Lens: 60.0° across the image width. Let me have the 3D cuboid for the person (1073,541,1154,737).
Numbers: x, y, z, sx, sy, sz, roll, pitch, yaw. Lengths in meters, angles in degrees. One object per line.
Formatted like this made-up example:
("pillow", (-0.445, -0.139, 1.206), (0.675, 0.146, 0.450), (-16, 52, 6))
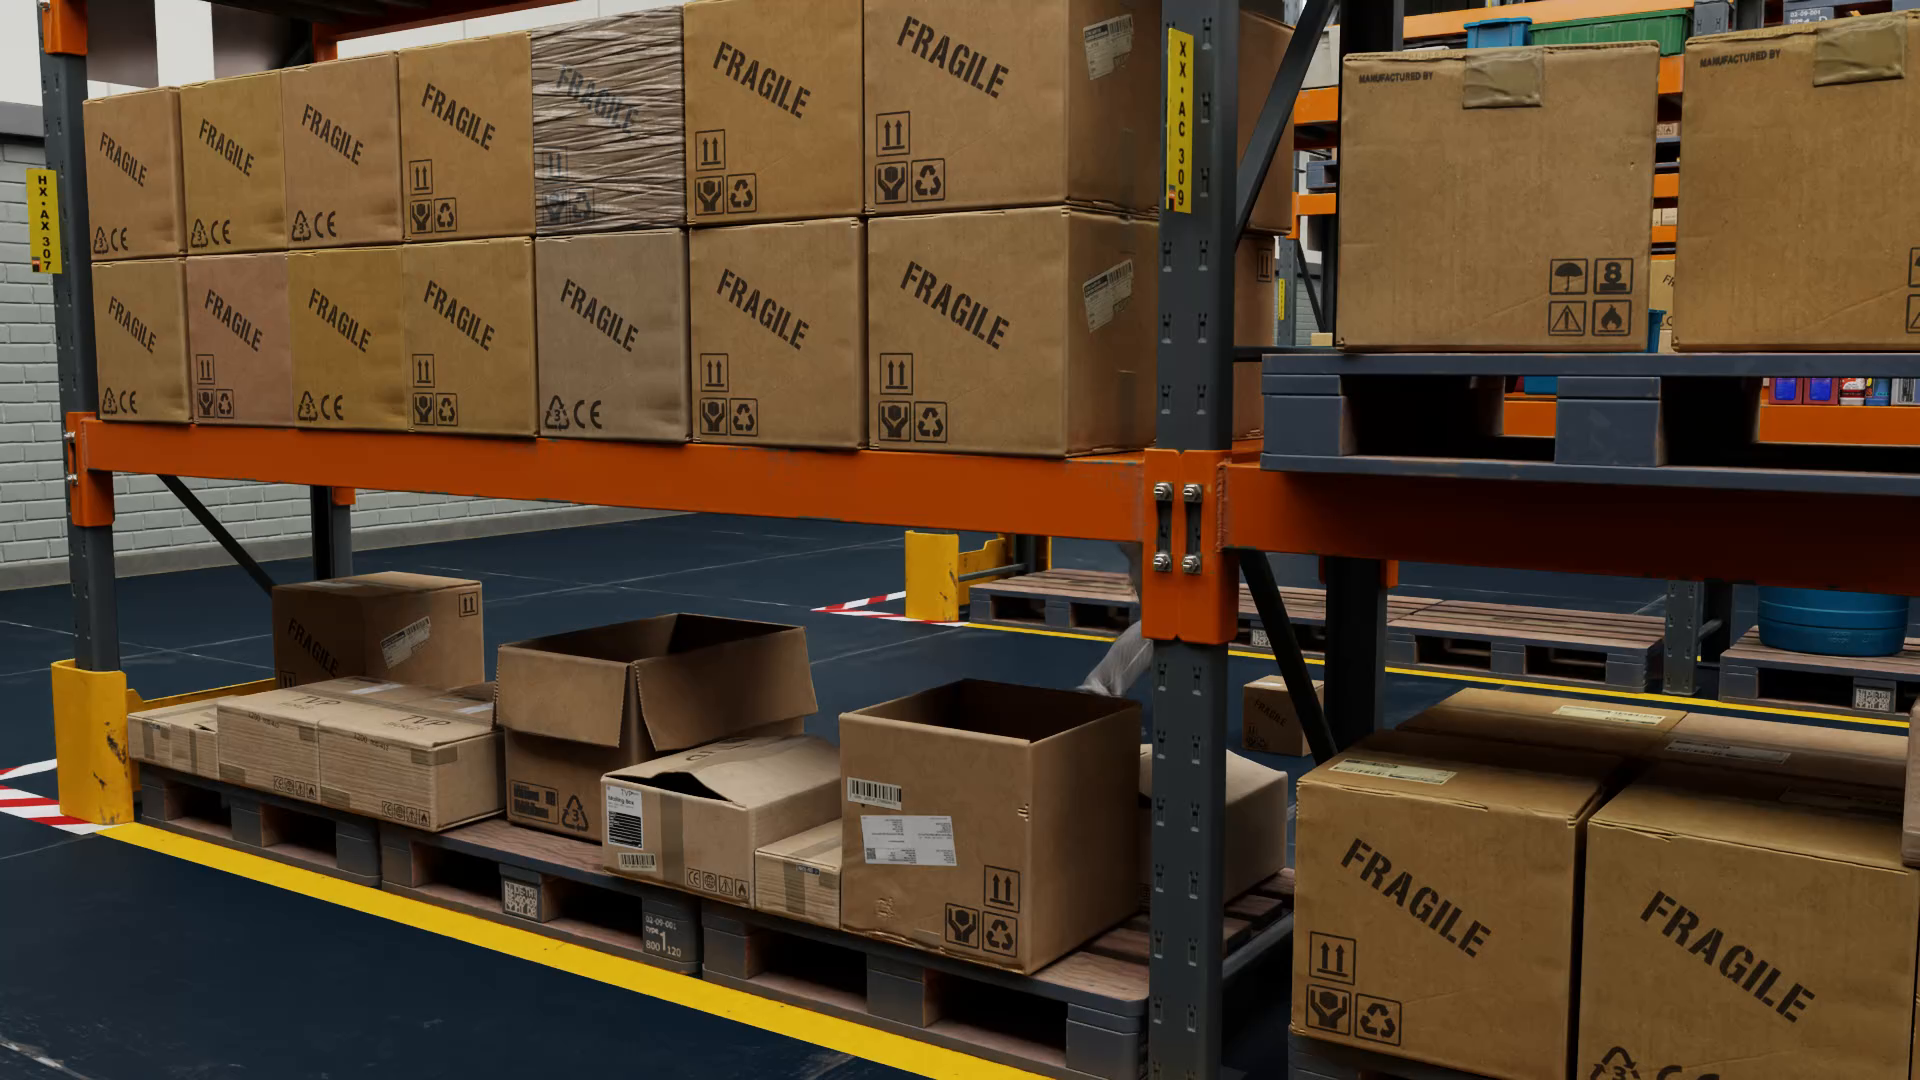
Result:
("person", (0.763, -0.089, 6.545), (0.705, 1.755, 0.750), (0, 6, -1))
